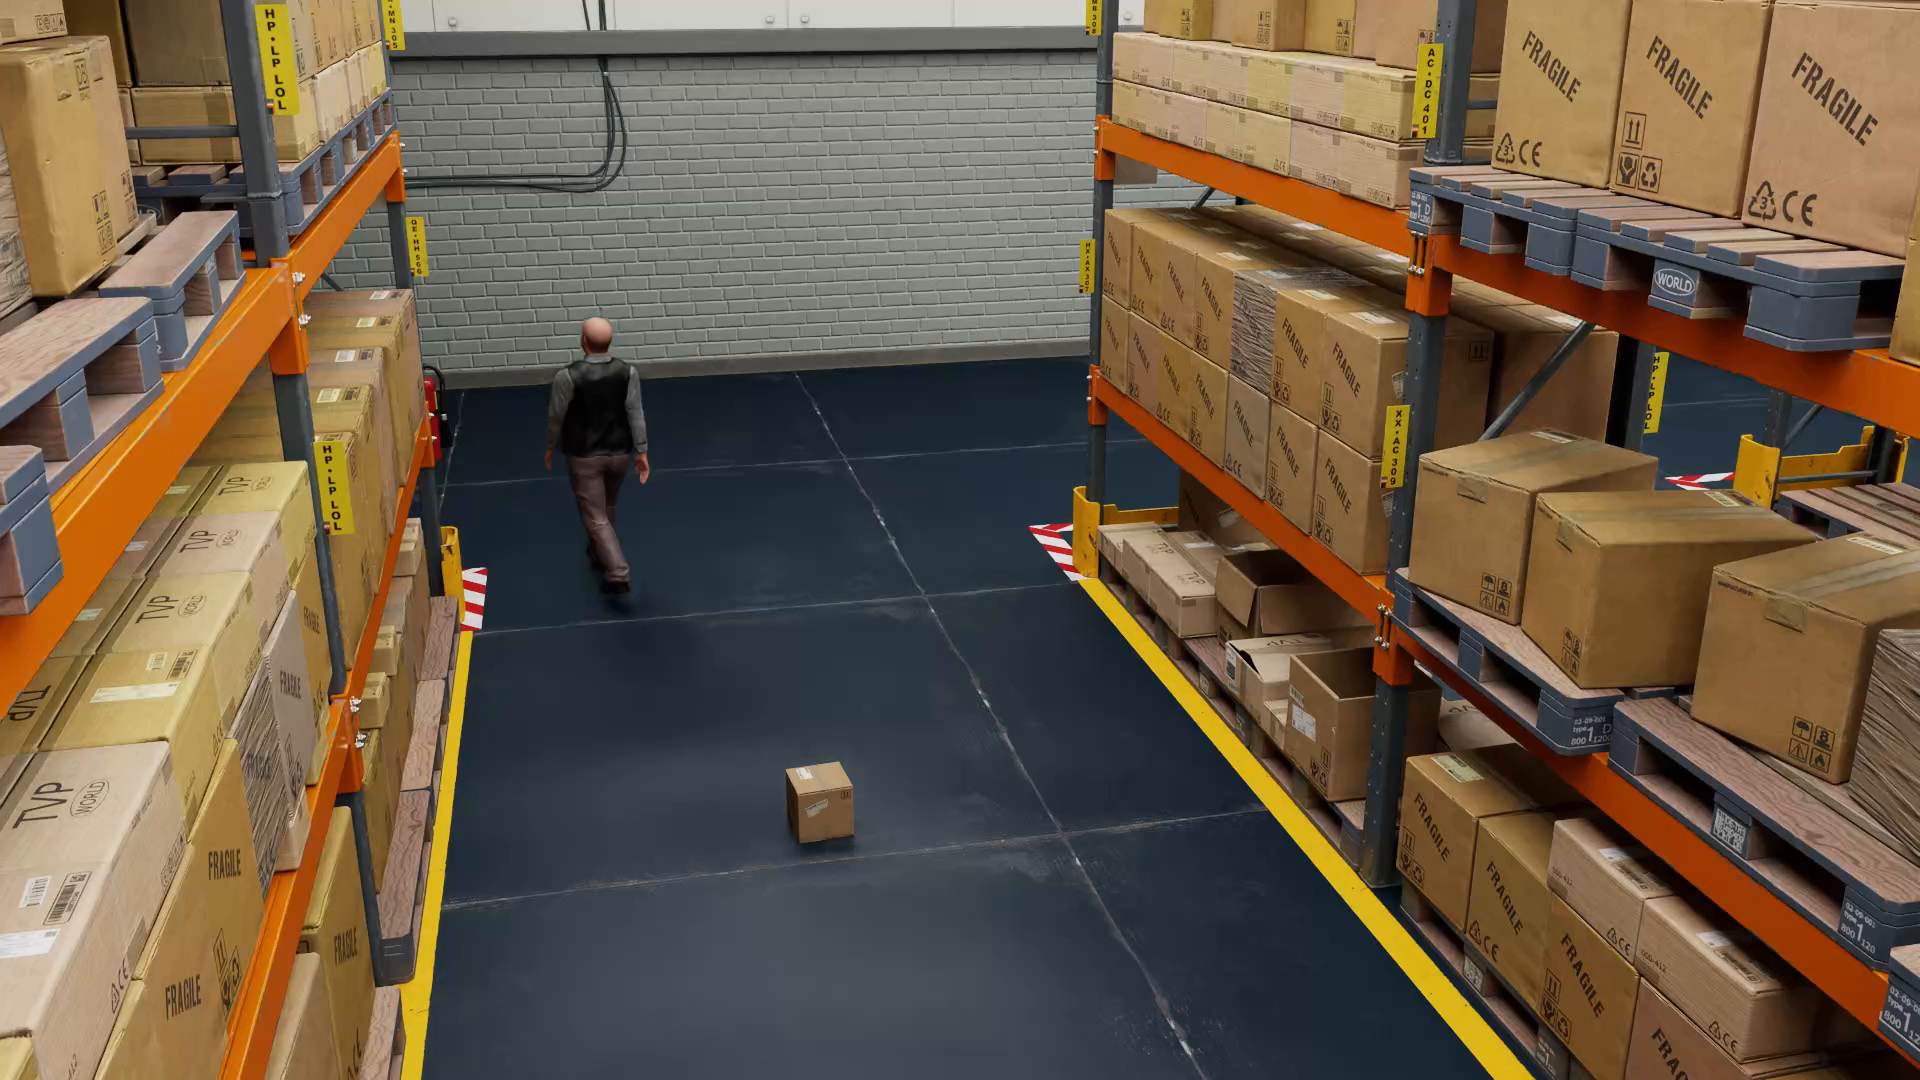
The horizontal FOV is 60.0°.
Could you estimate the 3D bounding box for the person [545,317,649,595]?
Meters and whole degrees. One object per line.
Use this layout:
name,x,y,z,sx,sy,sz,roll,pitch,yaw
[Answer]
person,-2.221,-0.525,10.120,0.550,1.684,1.021,-13,23,-33
